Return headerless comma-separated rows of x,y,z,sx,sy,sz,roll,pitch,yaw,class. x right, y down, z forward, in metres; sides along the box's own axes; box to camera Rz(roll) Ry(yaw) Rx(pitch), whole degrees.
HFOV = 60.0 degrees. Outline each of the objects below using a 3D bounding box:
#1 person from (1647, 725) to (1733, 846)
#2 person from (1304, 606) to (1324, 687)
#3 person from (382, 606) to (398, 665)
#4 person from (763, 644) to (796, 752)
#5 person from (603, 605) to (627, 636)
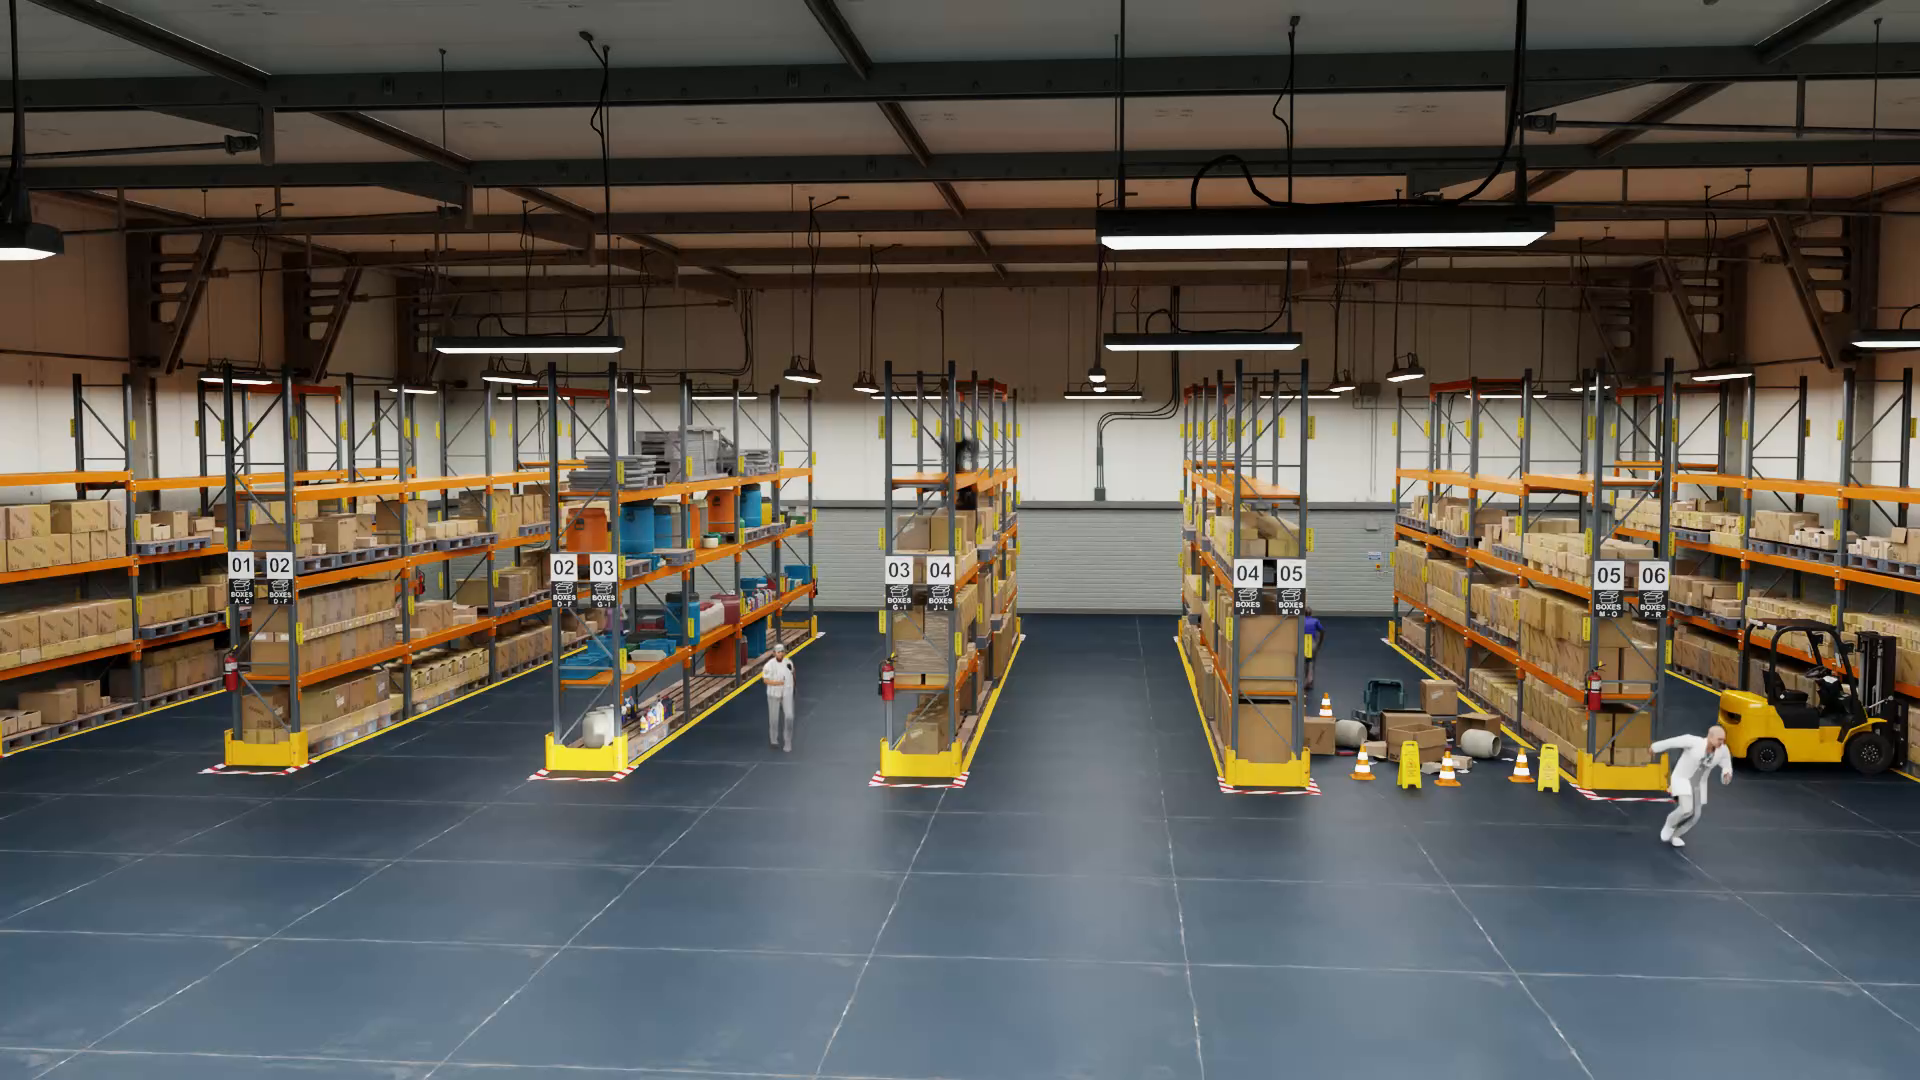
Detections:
8.732,2.922,19.747,0.734,1.541,1.057,0,4,-6,person
6.795,2.206,32.393,0.581,1.349,0.525,1,4,8,person
-11.512,1.931,33.411,0.654,1.744,0.587,0,4,2,person
-2.819,2.470,26.031,0.550,1.711,0.805,-1,4,-15,person
-7.199,1.902,34.654,0.541,1.591,0.888,0,4,-3,person
